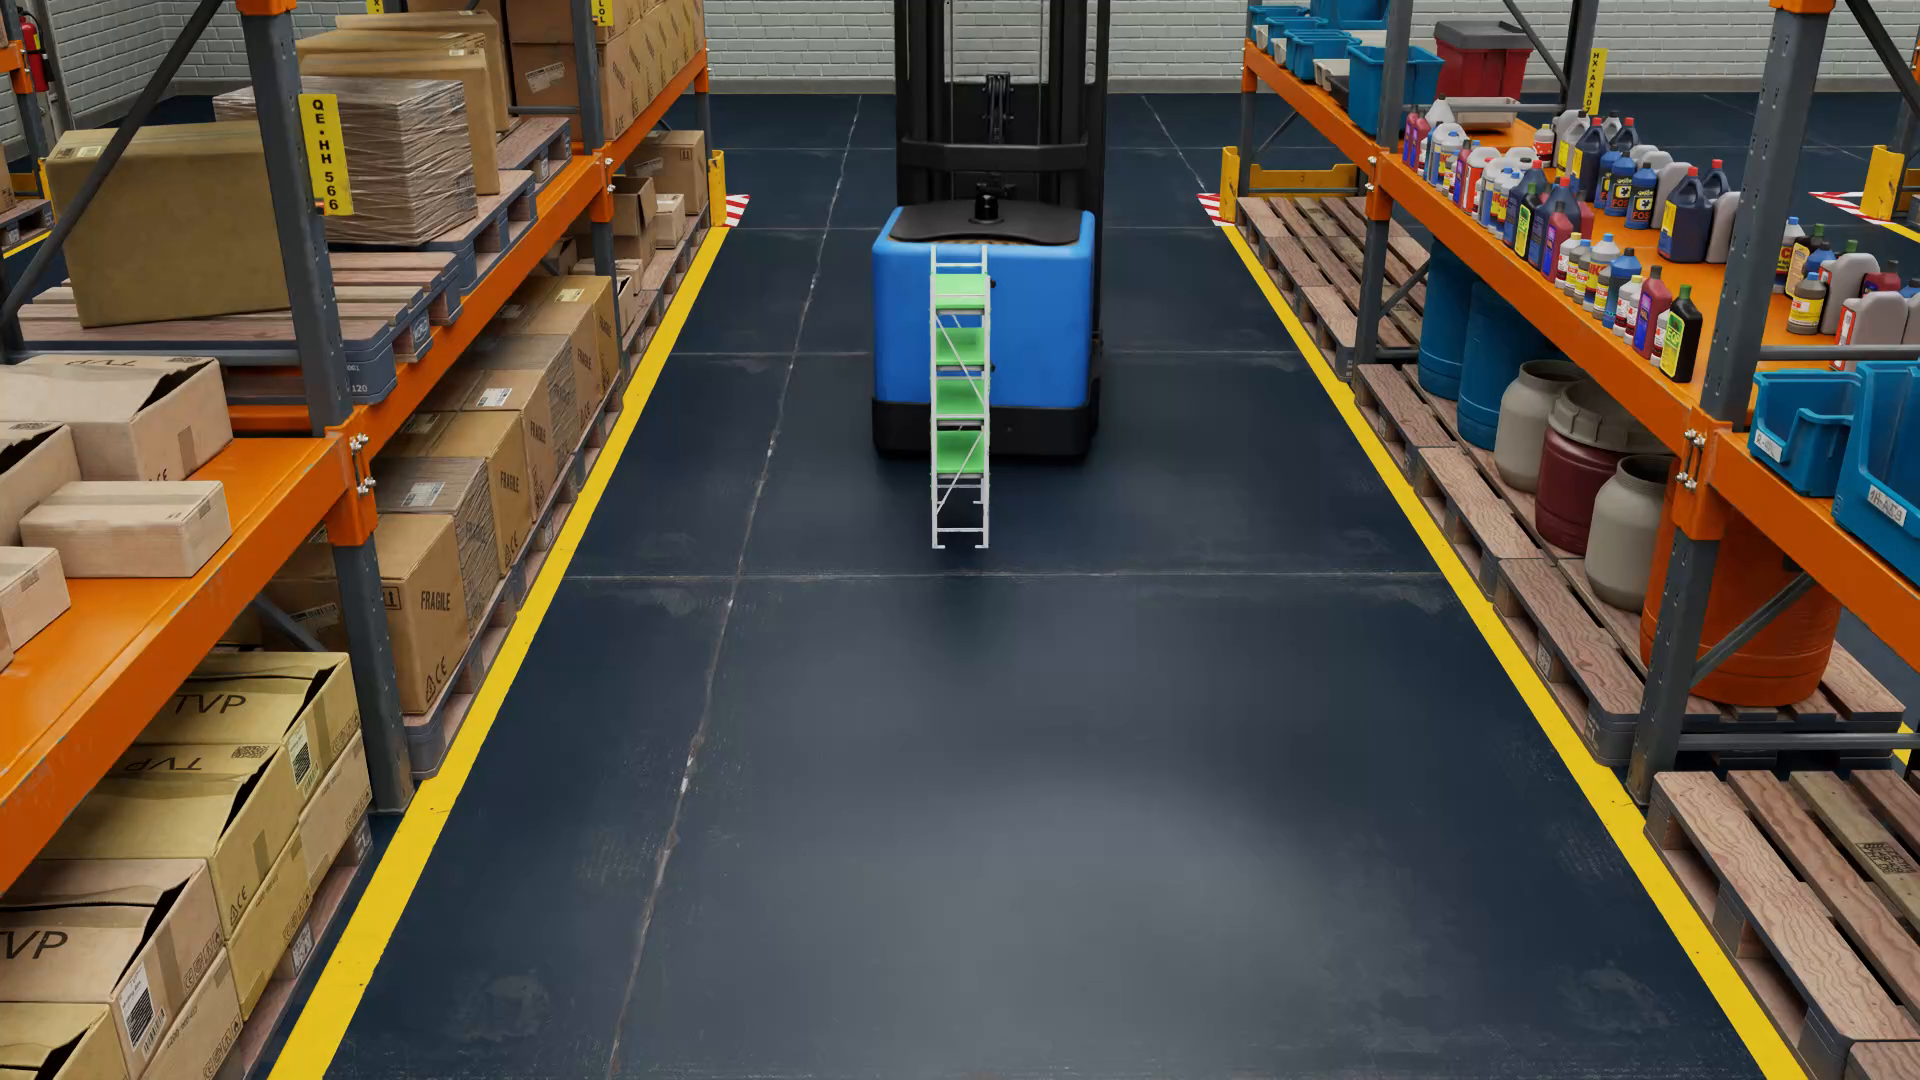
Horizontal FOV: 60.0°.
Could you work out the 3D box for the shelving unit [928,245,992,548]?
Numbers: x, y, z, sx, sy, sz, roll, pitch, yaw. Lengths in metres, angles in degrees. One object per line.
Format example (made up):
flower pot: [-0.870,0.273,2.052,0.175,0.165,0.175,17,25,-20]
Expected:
shelving unit: [-0.002,-0.615,7.154,0.258,1.200,0.503,0,24,-1]

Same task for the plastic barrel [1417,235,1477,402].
plastic barrel: [2.625,-1.191,8.280,0.600,0.901,0.708,0,24,-1]

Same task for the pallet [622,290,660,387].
pallet: [-2.324,-1.171,9.584,1.003,0.211,1.213,0,24,-1]

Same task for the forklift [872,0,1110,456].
forklift: [0.237,-2.310,8.801,1.130,2.935,3.031,2,24,5]

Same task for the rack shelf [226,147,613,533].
rack shelf: [-2.295,-1.007,6.710,1.077,0.370,4.000,0,24,-1]

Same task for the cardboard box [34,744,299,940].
cardboard box: [-2.009,0.724,4.156,0.500,0.311,0.500,-1,24,-1]

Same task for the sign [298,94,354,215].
sign: [-1.718,-1.042,4.509,0.100,0.325,0.005,0,24,-1]

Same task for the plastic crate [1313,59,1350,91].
plastic crate: [2.317,-2.803,10.055,0.293,0.136,0.466,0,24,-1]

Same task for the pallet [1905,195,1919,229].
pallet: [7.632,-2.251,11.970,1.003,0.211,1.213,0,24,-1]

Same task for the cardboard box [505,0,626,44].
cardboard box: [-2.041,-2.856,8.589,0.500,0.500,0.500,0,24,1]

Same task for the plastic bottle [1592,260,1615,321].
plastic bottle: [2.260,-0.869,5.772,0.097,0.201,0.097,0,24,0]

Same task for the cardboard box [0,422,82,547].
cardboard box: [-2.457,-0.101,3.941,0.500,0.311,0.500,-1,24,-1]

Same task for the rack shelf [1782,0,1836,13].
rack shelf: [2.702,-0.746,2.493,1.077,0.370,4.000,0,24,-1]

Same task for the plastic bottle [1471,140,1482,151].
plastic bottle: [2.389,-1.754,7.730,0.097,0.201,0.097,0,24,0]

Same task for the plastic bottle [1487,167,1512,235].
plastic bottle: [2.247,-1.404,6.870,0.097,0.271,0.097,0,24,0]

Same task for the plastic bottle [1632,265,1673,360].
plastic bottle: [2.246,-0.738,5.384,0.061,0.283,0.133,0,24,-1]

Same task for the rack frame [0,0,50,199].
rack frame: [-7.314,-3.784,11.976,1.000,3.000,0.127,0,24,-1]

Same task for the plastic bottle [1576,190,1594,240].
plastic bottle: [2.378,-1.191,6.385,0.061,0.283,0.133,0,24,-1]

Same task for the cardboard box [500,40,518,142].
cardboard box: [-2.579,-2.409,8.816,0.500,0.500,0.500,0,24,0]

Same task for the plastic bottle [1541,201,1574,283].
plastic bottle: [2.236,-1.114,6.215,0.061,0.283,0.133,0,24,-1]

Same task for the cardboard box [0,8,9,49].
cardboard box: [-7.298,-3.710,11.449,0.980,0.700,0.700,1,24,2]

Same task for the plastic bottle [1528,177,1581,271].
plastic bottle: [2.276,-1.211,6.347,0.144,0.351,0.185,0,24,-1]

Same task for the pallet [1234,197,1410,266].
pallet: [2.563,-2.218,11.897,1.003,0.211,1.213,0,24,-1]

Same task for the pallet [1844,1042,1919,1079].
pallet: [2.660,1.560,3.545,1.003,0.211,1.213,0,24,-1]

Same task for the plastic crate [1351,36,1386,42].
plastic crate: [2.771,-3.281,11.111,0.396,0.136,0.243,0,24,-1]

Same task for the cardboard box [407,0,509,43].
cardboard box: [-2.581,-2.867,8.615,0.500,0.500,0.500,0,24,0]

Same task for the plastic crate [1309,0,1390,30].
plastic crate: [2.783,-3.734,11.751,0.616,0.435,0.499,0,24,-1]

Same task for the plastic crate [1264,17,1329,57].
plastic crate: [2.273,-3.405,11.268,0.416,0.233,0.300,0,24,-1]

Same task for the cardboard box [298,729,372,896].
cardboard box: [-2.024,0.766,4.743,0.500,0.250,0.500,0,24,1]

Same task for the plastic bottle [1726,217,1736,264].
plastic bottle: [3.012,-1.176,6.367,0.097,0.271,0.097,0,24,0]

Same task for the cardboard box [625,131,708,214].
cardboard box: [-2.108,-2.646,11.960,0.500,0.500,0.500,0,24,-1]

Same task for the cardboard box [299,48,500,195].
cardboard box: [-2.236,-1.668,6.668,0.700,0.500,0.500,-6,25,-14]

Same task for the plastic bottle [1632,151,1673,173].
plastic bottle: [2.975,-1.549,7.184,0.152,0.276,0.135,0,24,-1]

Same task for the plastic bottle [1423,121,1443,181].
plastic bottle: [2.236,-1.826,7.803,0.097,0.271,0.097,0,24,0]

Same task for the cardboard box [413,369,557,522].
cardboard box: [-2.015,-0.399,6.991,0.500,0.500,0.500,-1,24,-2]

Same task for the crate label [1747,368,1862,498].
crate label: [2.310,-0.280,4.432,0.303,0.233,0.416,0,24,-1]

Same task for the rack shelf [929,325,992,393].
rack shelf: [-0.002,-0.775,7.081,0.258,0.148,0.480,0,24,-1]

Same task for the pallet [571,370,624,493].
pallet: [-2.270,-0.553,8.218,1.003,0.211,1.213,0,24,-1]

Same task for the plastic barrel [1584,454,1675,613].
plastic barrel: [2.562,-0.023,6.171,0.421,0.512,0.421,0,24,0]

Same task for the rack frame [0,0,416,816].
rack frame: [-2.273,-0.511,4.739,1.000,3.000,0.127,0,24,-1]

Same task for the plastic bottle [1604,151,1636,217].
plastic bottle: [2.850,-1.538,7.167,0.097,0.271,0.097,0,24,0]

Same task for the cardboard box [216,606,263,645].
cardboard box: [-2.518,0.043,6.014,0.500,0.500,0.500,1,24,2]

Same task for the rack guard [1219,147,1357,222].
rack guard: [2.579,-2.699,12.611,1.175,0.500,0.348,0,24,-1]

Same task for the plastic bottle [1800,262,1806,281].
plastic bottle: [3.018,-0.914,5.873,0.097,0.201,0.097,0,24,0]

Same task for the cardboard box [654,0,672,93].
cardboard box: [-2.069,-3.043,10.216,0.500,0.500,0.500,-1,24,-1]

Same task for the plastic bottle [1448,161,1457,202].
plastic bottle: [2.240,-1.618,7.428,0.097,0.201,0.097,0,24,0]

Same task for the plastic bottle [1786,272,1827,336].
plastic bottle: [2.869,-0.803,5.627,0.097,0.201,0.097,0,24,0]

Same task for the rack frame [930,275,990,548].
rack frame: [0.001,-0.514,6.931,0.240,1.200,0.015,0,24,-1]

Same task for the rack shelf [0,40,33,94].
rack shelf: [-7.292,-2.632,10.302,1.077,0.370,4.000,0,24,-1]
